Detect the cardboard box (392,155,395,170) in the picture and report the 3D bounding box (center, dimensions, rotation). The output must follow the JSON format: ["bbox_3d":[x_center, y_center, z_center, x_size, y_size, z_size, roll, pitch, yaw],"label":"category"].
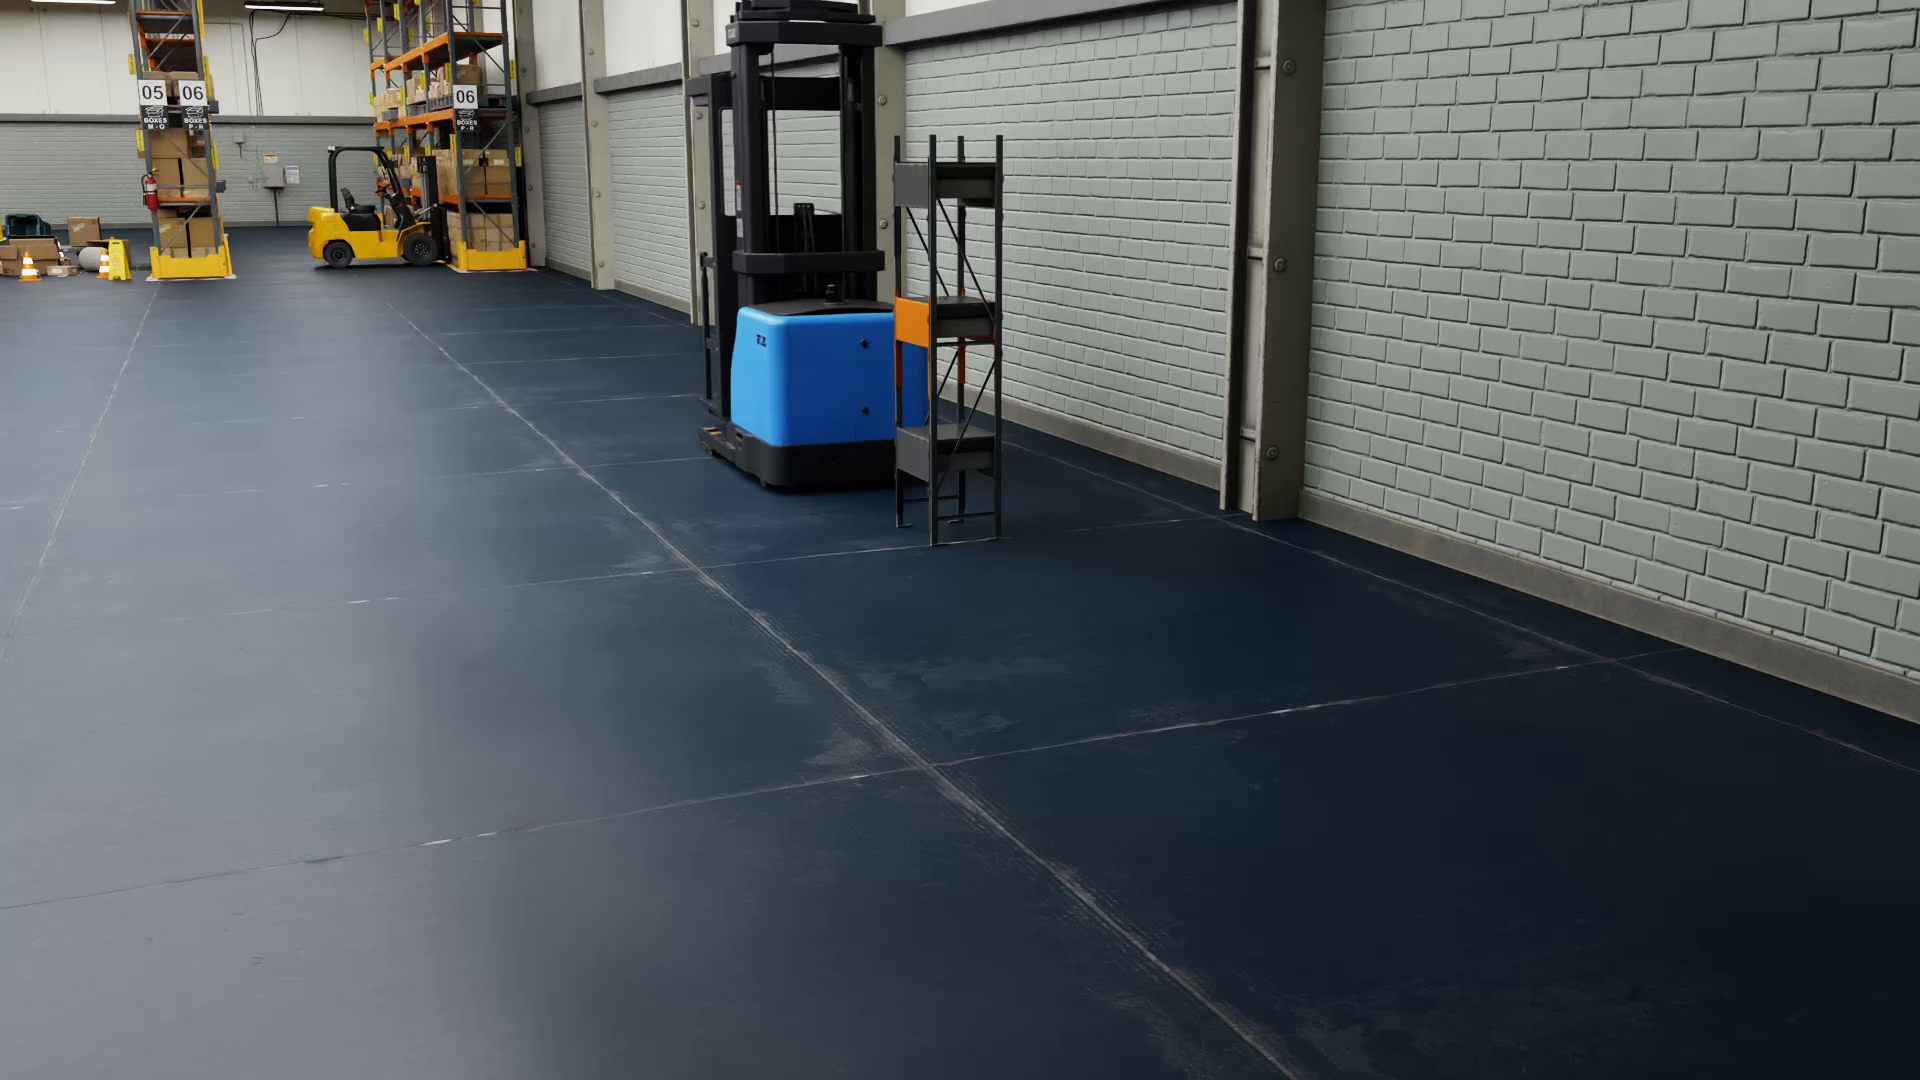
[{"bbox_3d":[-13.043,-8.860,39.346,0.700,0.500,0.500,-5,14,-22],"label":"cardboard box"}]

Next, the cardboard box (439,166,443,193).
[{"bbox_3d":[-9.668,-6.904,31.825,0.500,0.500,0.500,-6,14,-24],"label":"cardboard box"}]

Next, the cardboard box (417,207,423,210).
[{"bbox_3d":[-12.067,-7.389,37.319,0.380,0.149,0.250,-6,14,-26],"label":"cardboard box"}]

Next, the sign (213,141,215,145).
[{"bbox_3d":[-18.885,-9.937,42.058,0.100,0.325,0.005,-6,14,-23],"label":"sign"}]

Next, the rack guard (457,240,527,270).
[{"bbox_3d":[-8.423,-5.132,29.935,1.175,0.500,0.348,-6,14,-23],"label":"rack guard"}]

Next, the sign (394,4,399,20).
[{"bbox_3d":[-12.130,-11.373,35.804,0.100,0.325,0.005,-6,14,-23],"label":"sign"}]

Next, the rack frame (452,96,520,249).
[{"bbox_3d":[-8.432,-6.355,29.674,1.000,3.000,0.127,-6,14,-23],"label":"rack frame"}]

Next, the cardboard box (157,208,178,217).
[{"bbox_3d":[-13.747,-5.664,28.754,0.380,0.149,0.250,-5,14,-21],"label":"cardboard box"}]

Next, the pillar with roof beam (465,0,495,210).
[{"bbox_3d":[-14.233,-10.353,33.647,9.100,9.000,0.400,-6,14,-23],"label":"pillar with roof beam"}]

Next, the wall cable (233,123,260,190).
[{"bbox_3d":[-20.373,-11.000,47.490,0.588,1.984,0.122,-6,14,-23],"label":"wall cable"}]

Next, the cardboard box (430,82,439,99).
[{"bbox_3d":[-9.925,-8.658,32.020,0.500,0.311,0.500,-5,14,-22],"label":"cardboard box"}]

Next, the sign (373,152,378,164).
[{"bbox_3d":[-15.339,-10.033,43.647,0.100,0.325,0.005,-6,14,-23],"label":"sign"}]

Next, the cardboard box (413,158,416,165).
[{"bbox_3d":[-11.671,-8.225,36.094,0.380,0.149,0.250,-5,14,-22],"label":"cardboard box"}]

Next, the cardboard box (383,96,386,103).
[{"bbox_3d":[-13.521,-10.470,39.546,0.380,0.149,0.250,-5,14,-21],"label":"cardboard box"}]

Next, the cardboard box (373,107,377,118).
[{"bbox_3d":[-14.914,-11.077,43.099,0.500,0.250,0.500,-6,14,-24],"label":"cardboard box"}]

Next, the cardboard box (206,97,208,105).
[{"bbox_3d":[-12.814,-7.342,27.847,0.380,0.149,0.250,-6,14,-23],"label":"cardboard box"}]

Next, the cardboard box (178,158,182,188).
[{"bbox_3d":[-13.645,-6.290,28.515,0.500,0.500,0.500,-6,14,-23],"label":"cardboard box"}]

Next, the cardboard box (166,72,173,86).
[{"bbox_3d":[-14.930,-8.677,31.347,0.500,0.250,0.500,-5,14,-22],"label":"cardboard box"}]

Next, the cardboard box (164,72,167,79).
[{"bbox_3d":[-13.453,-7.733,27.766,0.380,0.149,0.250,-5,14,-22],"label":"cardboard box"}]

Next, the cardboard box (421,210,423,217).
[{"bbox_3d":[-11.131,-6.791,35.894,0.875,0.625,0.625,-5,14,-21],"label":"cardboard box"}]

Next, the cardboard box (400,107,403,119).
[{"bbox_3d":[-12.267,-9.584,37.306,0.500,0.250,0.500,-6,14,-23],"label":"cardboard box"}]

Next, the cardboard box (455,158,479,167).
[{"bbox_3d":[-8.828,-6.766,29.790,0.380,0.149,0.250,-5,14,-22],"label":"cardboard box"}]

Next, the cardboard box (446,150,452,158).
[{"bbox_3d":[-9.263,-7.121,30.665,0.380,0.149,0.250,-5,14,-22],"label":"cardboard box"}]

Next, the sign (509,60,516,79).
[{"bbox_3d":[-7.921,-8.329,29.440,0.100,0.325,0.005,-6,14,-23],"label":"sign"}]

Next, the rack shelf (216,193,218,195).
[{"bbox_3d":[-16.985,-7.621,36.741,1.077,0.370,4.000,-6,14,-23],"label":"rack shelf"}]

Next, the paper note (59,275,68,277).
[{"bbox_3d":[-15.181,-4.475,28.135,0.148,0.019,0.142,-12,18,-42],"label":"paper note"}]

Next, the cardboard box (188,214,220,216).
[{"bbox_3d":[-13.688,-5.654,30.151,0.500,0.500,0.500,-5,14,-20],"label":"cardboard box"}]

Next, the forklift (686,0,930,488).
[{"bbox_3d":[-1.178,-2.035,11.164,1.130,2.935,3.031,-5,14,-21],"label":"forklift"}]

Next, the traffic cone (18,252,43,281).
[{"bbox_3d":[-15.214,-4.471,27.163,0.336,0.463,0.334,-6,14,-23],"label":"traffic cone"}]

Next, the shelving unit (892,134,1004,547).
[{"bbox_3d":[-0.066,-1.057,8.781,0.431,2.100,0.503,-6,14,-23],"label":"shelving unit"}]

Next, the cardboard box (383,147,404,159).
[{"bbox_3d":[-14.305,-9.670,42.007,0.500,0.500,0.500,-5,14,-22],"label":"cardboard box"}]

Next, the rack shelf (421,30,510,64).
[{"bbox_3d":[-9.233,-9.145,30.909,1.077,0.370,4.000,-6,14,-23],"label":"rack shelf"}]

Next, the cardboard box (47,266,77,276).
[{"bbox_3d":[-15.355,-4.605,28.436,0.380,0.149,0.250,1,13,6],"label":"cardboard box"}]

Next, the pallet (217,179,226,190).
[{"bbox_3d":[-15.800,-7.327,34.302,1.213,0.211,1.003,-6,14,-23],"label":"pallet"}]

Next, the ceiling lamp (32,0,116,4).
[{"bbox_3d":[-22.685,-15.313,42.132,2.000,3.185,0.800,-6,14,-23],"label":"ceiling lamp"}]

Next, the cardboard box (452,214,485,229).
[{"bbox_3d":[-8.903,-5.774,30.113,0.500,0.250,0.500,-5,14,-21],"label":"cardboard box"}]

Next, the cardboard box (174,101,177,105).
[{"bbox_3d":[-14.427,-7.884,30.187,0.380,0.149,0.250,-6,14,-23],"label":"cardboard box"}]

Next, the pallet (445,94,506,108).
[{"bbox_3d":[-8.692,-7.921,29.987,1.003,0.211,1.213,-6,14,-23],"label":"pallet"}]

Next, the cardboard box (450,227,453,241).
[{"bbox_3d":[-9.105,-5.640,30.645,0.500,0.250,0.500,-6,14,-24],"label":"cardboard box"}]

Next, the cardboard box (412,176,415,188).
[{"bbox_3d":[-11.683,-7.821,36.341,0.500,0.250,0.500,-6,14,-23],"label":"cardboard box"}]

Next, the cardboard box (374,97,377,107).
[{"bbox_3d":[-14.707,-11.216,42.590,0.500,0.250,0.500,-6,14,-23],"label":"cardboard box"}]

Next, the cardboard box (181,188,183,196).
[{"bbox_3d":[-13.716,-6.054,28.934,0.380,0.149,0.250,-5,14,-22],"label":"cardboard box"}]

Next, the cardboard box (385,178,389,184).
[{"bbox_3d":[-14.367,-9.122,42.188,0.380,0.149,0.250,-5,14,-22],"label":"cardboard box"}]

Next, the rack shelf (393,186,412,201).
[{"bbox_3d":[-12.438,-8.070,38.682,1.077,0.370,4.000,-6,14,-23],"label":"rack shelf"}]

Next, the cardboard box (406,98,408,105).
[{"bbox_3d":[-11.776,-9.509,36.015,0.380,0.166,0.250,-6,14,-23],"label":"cardboard box"}]
